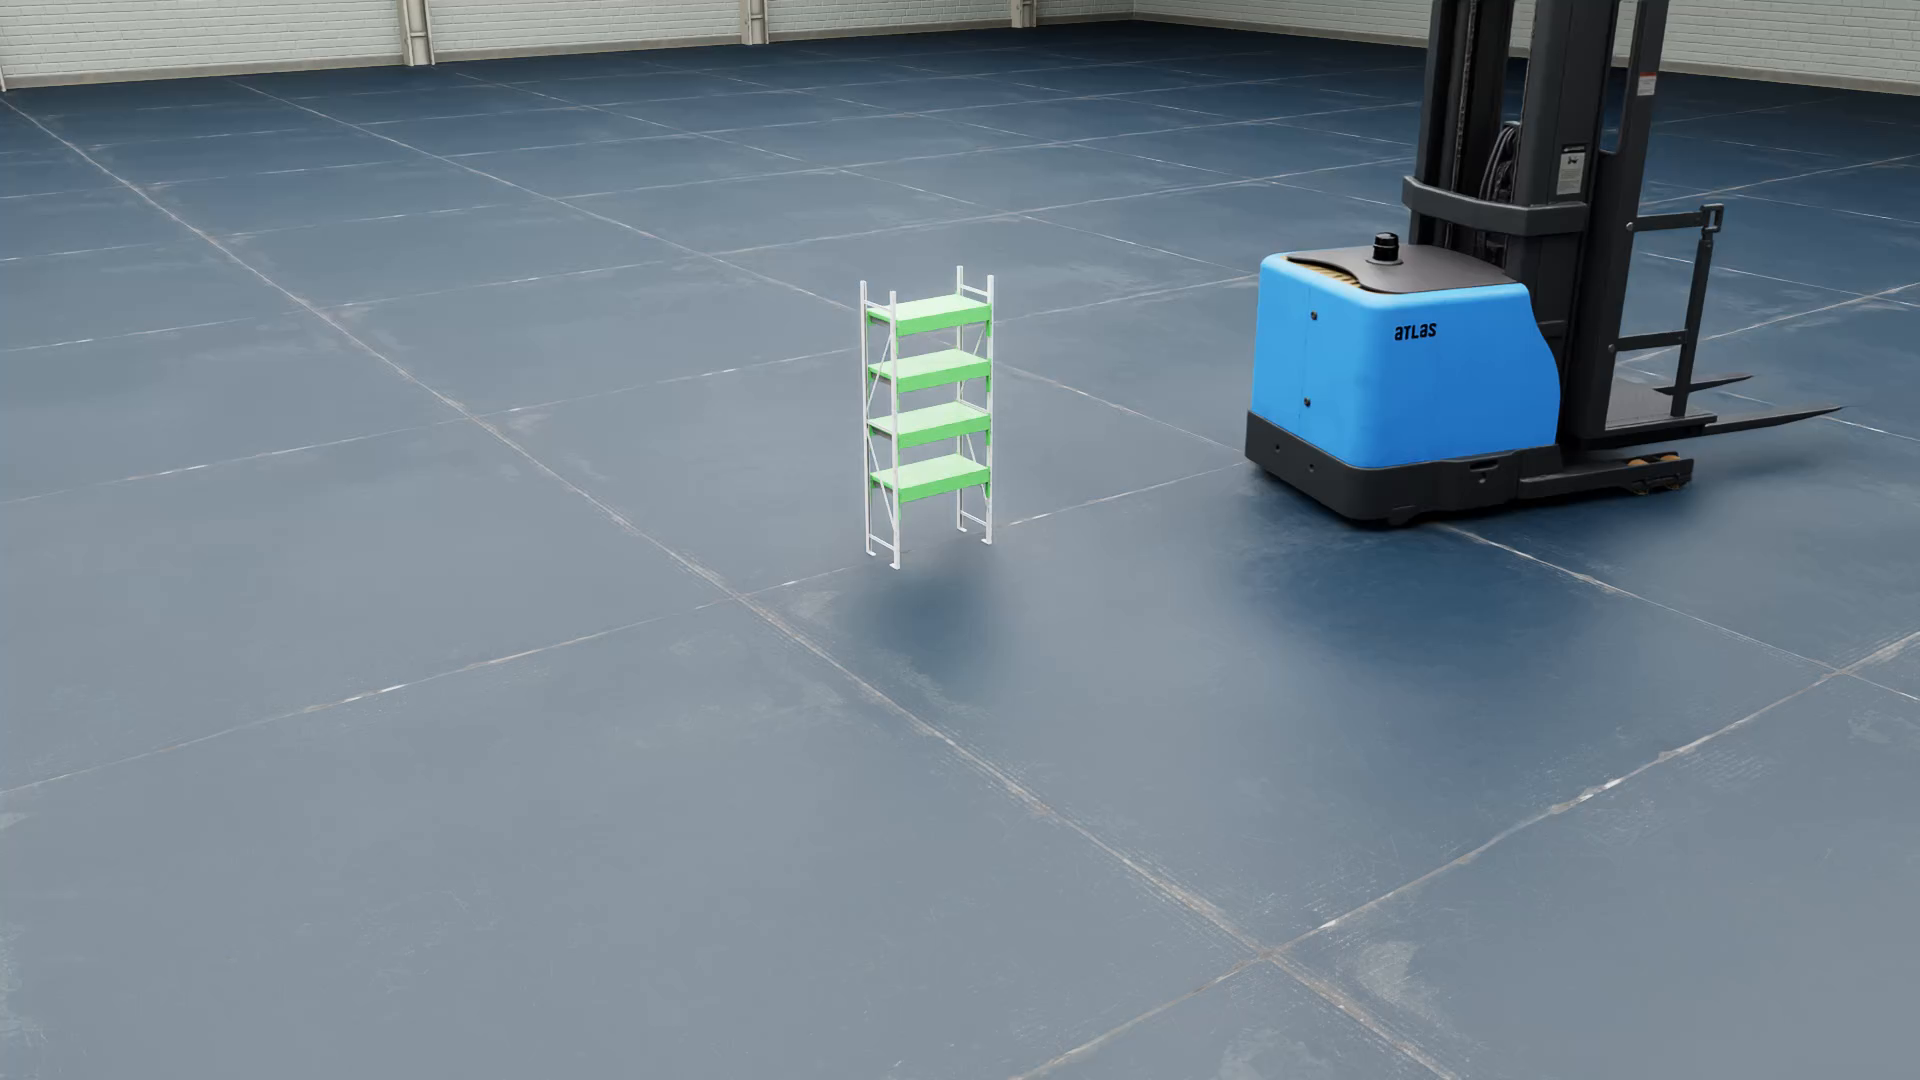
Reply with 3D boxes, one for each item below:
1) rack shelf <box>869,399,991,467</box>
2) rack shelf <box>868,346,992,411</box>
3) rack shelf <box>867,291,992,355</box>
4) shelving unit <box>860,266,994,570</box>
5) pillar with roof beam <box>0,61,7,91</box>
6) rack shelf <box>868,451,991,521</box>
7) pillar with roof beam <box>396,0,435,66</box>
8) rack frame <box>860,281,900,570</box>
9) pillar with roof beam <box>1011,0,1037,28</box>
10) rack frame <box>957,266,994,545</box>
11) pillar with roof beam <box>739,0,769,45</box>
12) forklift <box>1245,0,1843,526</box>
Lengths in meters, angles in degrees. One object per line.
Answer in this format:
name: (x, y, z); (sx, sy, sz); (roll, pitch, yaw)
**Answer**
rack shelf: (-0.134, -0.462, 7.108); (0.480, 0.148, 0.258); (-15, 26, -33)
rack shelf: (-0.134, -0.685, 7.019); (0.480, 0.148, 0.258); (-15, 26, -33)
rack shelf: (-0.134, -0.908, 6.930); (0.480, 0.148, 0.258); (-15, 26, -33)
shelving unit: (-0.134, -0.521, 7.084); (0.503, 1.200, 0.258); (-15, 26, -33)
pillar with roof beam: (-10.850, -9.063, 17.966); (0.400, 9.000, 9.100); (-15, 26, -33)
rack shelf: (-0.134, -0.239, 7.197); (0.480, 0.148, 0.258); (-15, 26, -33)
pillar with roof beam: (-5.980, -10.361, 21.220); (0.400, 9.000, 9.100); (-15, 26, -33)
rack frame: (-0.332, -0.469, 6.952); (0.015, 1.200, 0.240); (-15, 26, -33)
pillar with roof beam: (3.761, -12.959, 27.730); (0.400, 9.000, 9.100); (-15, 26, -33)
rack frame: (0.064, -0.574, 7.217); (0.015, 1.200, 0.240); (-15, 26, -33)
pillar with roof beam: (-1.109, -11.660, 24.475); (0.400, 9.000, 9.100); (-15, 26, -33)
forklift: (2.984, -1.751, 7.830); (3.031, 2.935, 1.130); (-8, 23, -19)
